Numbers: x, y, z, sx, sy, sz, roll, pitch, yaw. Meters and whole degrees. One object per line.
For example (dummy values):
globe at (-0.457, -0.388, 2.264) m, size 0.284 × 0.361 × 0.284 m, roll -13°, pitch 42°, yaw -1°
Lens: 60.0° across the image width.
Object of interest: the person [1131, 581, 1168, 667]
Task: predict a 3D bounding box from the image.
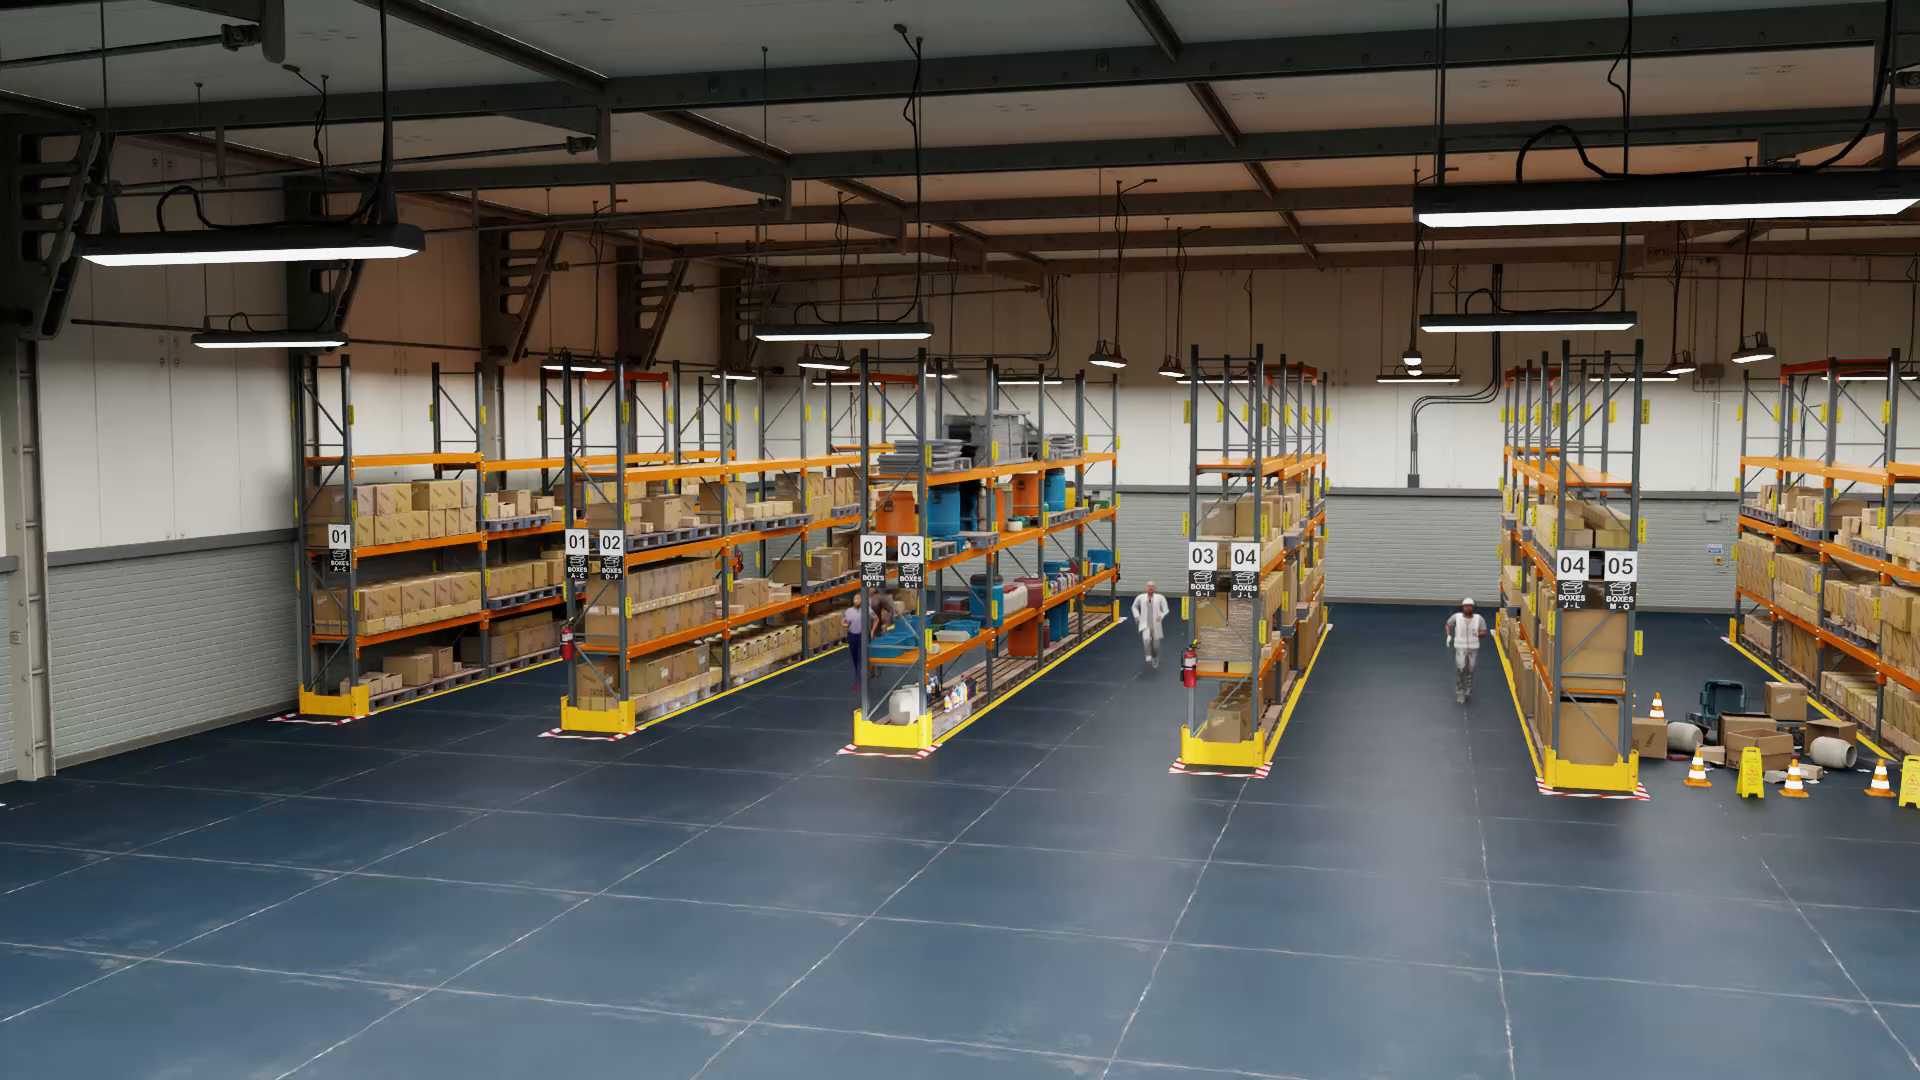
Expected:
person at (3.656, 1.639, 32.045) m, size 0.715 × 1.703 × 0.858 m, roll 0°, pitch 4°, yaw 6°

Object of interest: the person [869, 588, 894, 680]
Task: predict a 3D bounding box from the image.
person at (-1.580, 1.622, 29.693) m, size 0.746 × 1.750 × 0.600 m, roll 1°, pitch 5°, yaw 18°

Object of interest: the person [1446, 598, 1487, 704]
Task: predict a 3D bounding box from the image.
person at (8.860, 1.932, 29.087) m, size 0.657 × 1.840 × 0.770 m, roll 1°, pitch 4°, yaw 7°

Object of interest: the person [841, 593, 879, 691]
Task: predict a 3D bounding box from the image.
person at (-1.746, 1.754, 28.587) m, size 0.609 × 1.692 × 0.879 m, roll 1°, pitch 4°, yaw 17°
